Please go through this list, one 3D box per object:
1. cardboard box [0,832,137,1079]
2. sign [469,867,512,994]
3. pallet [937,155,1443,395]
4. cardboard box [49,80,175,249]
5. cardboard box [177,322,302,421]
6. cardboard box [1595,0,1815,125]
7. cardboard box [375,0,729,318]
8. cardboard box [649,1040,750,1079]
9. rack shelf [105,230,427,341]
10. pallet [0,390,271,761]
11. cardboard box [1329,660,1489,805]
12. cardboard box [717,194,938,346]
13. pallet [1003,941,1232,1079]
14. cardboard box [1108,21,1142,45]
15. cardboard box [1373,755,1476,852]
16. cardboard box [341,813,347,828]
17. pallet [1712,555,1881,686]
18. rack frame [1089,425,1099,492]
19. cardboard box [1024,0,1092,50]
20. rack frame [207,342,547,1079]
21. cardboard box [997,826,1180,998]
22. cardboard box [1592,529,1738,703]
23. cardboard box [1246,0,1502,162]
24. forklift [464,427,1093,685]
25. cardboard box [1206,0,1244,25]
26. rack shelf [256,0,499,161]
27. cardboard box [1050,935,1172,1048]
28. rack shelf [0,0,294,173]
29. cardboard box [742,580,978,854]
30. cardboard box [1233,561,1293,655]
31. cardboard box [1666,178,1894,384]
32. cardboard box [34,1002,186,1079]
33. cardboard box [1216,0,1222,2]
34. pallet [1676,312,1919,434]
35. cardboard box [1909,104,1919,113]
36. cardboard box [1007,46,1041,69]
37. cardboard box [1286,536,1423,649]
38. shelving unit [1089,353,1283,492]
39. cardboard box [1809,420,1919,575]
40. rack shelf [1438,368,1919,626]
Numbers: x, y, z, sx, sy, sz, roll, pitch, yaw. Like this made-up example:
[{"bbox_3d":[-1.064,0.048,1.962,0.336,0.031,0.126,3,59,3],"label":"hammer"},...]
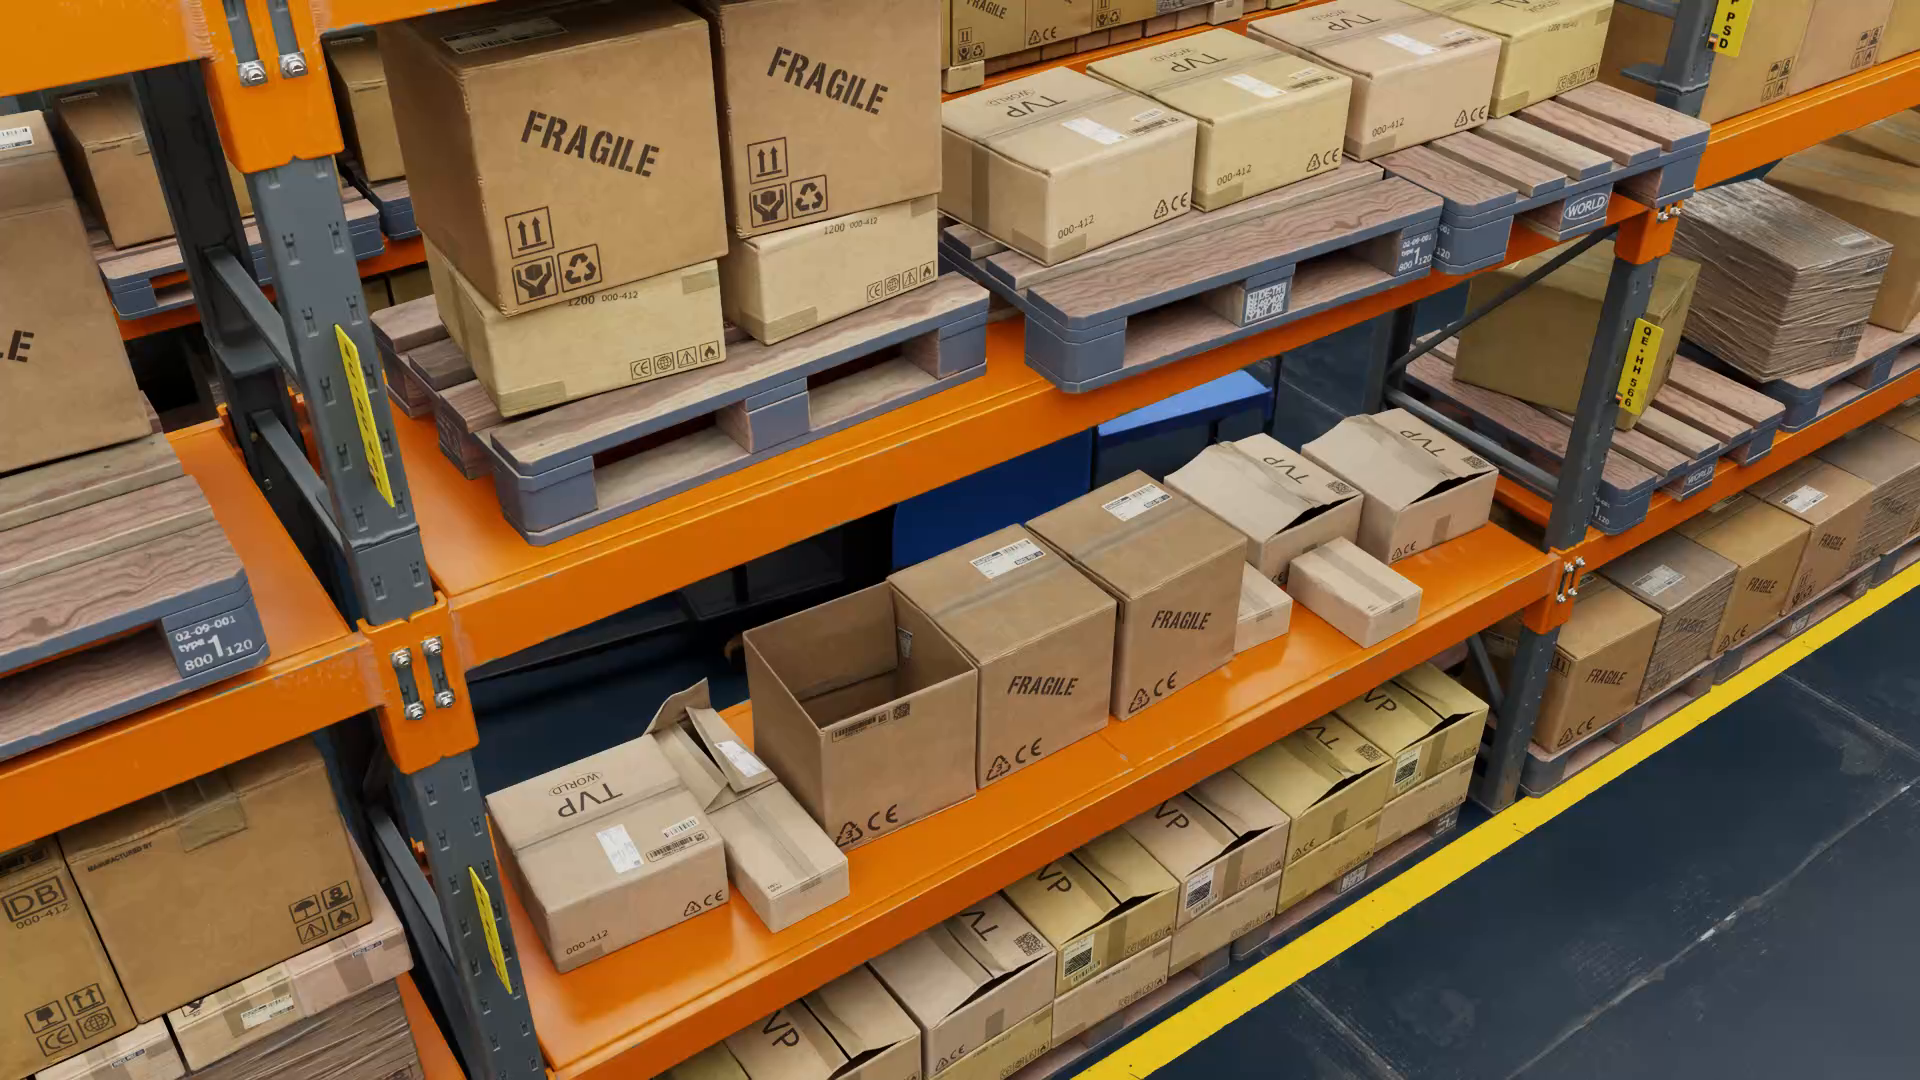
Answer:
[{"bbox_3d":[-2.128,0.739,3.457,0.500,0.500,0.700,-22,41,-28],"label":"cardboard box"},{"bbox_3d":[-1.036,0.864,3.671,0.005,0.325,0.100,-22,41,-28],"label":"sign"},{"bbox_3d":[0.497,-0.855,4.462,1.213,0.211,1.003,-20,40,-26],"label":"pallet"},{"bbox_3d":[-3.778,-1.754,7.657,0.500,0.500,0.700,-22,41,-28],"label":"cardboard box"},{"bbox_3d":[-3.622,-0.799,8.556,0.500,0.500,0.700,-21,41,-26],"label":"cardboard box"},{"bbox_3d":[2.250,-1.783,5.506,0.500,0.500,0.910,-22,41,-28],"label":"cardboard box"},{"bbox_3d":[-0.830,-0.837,3.403,0.500,0.500,0.500,-22,41,-27],"label":"cardboard box"},{"bbox_3d":[-0.876,1.681,4.859,0.500,0.311,0.500,-22,41,-28],"label":"cardboard box"},{"bbox_3d":[-2.579,-1.761,8.745,4.000,0.370,1.077,-22,41,-28],"label":"rack shelf"},{"bbox_3d":[-2.039,0.101,3.048,1.213,0.211,1.003,-22,41,-28],"label":"pallet"},{"bbox_3d":[1.626,0.650,6.293,0.500,0.311,0.500,-21,41,-27],"label":"cardboard box"},{"bbox_3d":[-0.401,-0.733,3.900,0.500,0.250,0.500,-27,44,-32],"label":"cardboard box"},{"bbox_3d":[0.221,1.436,6.073,1.213,0.211,1.003,-22,41,-28],"label":"pallet"},{"bbox_3d":[0.925,-3.238,10.381,0.250,0.149,0.380,-21,41,-27],"label":"cardboard box"},{"bbox_3d":[1.623,0.877,6.457,0.500,0.250,0.500,-21,41,-27],"label":"cardboard box"},{"bbox_3d":[-1.688,0.677,4.098,0.250,0.149,0.380,-22,41,-28],"label":"cardboard box"},{"bbox_3d":[3.541,0.129,7.890,1.213,0.211,1.003,-22,41,-28],"label":"pallet"},{"bbox_3d":[0.526,-0.692,7.928,0.032,1.500,0.500,-16,39,-21],"label":"rack frame"},{"bbox_3d":[0.440,-3.274,9.876,0.500,0.500,0.500,-23,41,-28],"label":"cardboard box"},{"bbox_3d":[-1.357,0.983,4.314,0.127,3.000,1.000,-22,41,-28],"label":"rack frame"},{"bbox_3d":[0.380,1.163,5.578,0.500,0.311,0.500,-21,41,-27],"label":"cardboard box"},{"bbox_3d":[2.874,0.278,7.058,0.500,0.500,0.500,-24,42,-29],"label":"cardboard box"},{"bbox_3d":[1.156,-1.325,4.723,0.500,0.250,0.500,-21,41,-27],"label":"cardboard box"},{"bbox_3d":[-0.929,-0.958,7.072,3.031,2.935,1.130,-16,39,-21],"label":"forklift"},{"bbox_3d":[1.600,-3.449,10.675,0.250,0.149,0.380,-22,41,-28],"label":"cardboard box"},{"bbox_3d":[0.278,-1.671,3.825,4.000,0.370,1.077,-22,41,-28],"label":"rack shelf"},{"bbox_3d":[0.372,1.394,5.738,0.500,0.250,0.500,-22,41,-27],"label":"cardboard box"},{"bbox_3d":[-2.992,-0.325,1.954,4.000,0.370,1.077,-22,41,-28],"label":"rack shelf"},{"bbox_3d":[-0.289,0.515,4.880,0.500,0.500,0.500,-19,40,-25],"label":"cardboard box"},{"bbox_3d":[0.903,0.195,5.624,0.250,0.149,0.380,-19,40,-25],"label":"cardboard box"},{"bbox_3d":[3.220,-1.056,6.703,0.500,0.500,0.700,-15,38,-19],"label":"cardboard box"},{"bbox_3d":[-1.872,1.044,3.588,0.250,0.149,0.380,-24,42,-29],"label":"cardboard box"},{"bbox_3d":[1.682,-3.788,10.591,0.500,0.500,0.500,-22,41,-28],"label":"cardboard box"},{"bbox_3d":[3.499,-0.941,7.153,1.213,0.211,1.003,-22,41,-28],"label":"pallet"},{"bbox_3d":[4.666,-1.866,7.831,0.700,0.500,0.500,22,41,28],"label":"cardboard box"},{"bbox_3d":[0.277,-2.996,10.045,0.250,0.149,0.380,-21,41,-27],"label":"cardboard box"},{"bbox_3d":[1.337,0.174,5.654,0.250,0.149,0.380,-22,41,-28],"label":"cardboard box"},{"bbox_3d":[0.984,-0.821,8.108,1.048,1.500,0.538,-16,39,-21],"label":"shelving unit"},{"bbox_3d":[4.125,-0.238,7.776,0.500,0.500,0.500,-22,41,-27],"label":"cardboard box"},{"bbox_3d":[3.547,-0.743,7.330,4.000,0.370,1.077,-22,41,-28],"label":"rack shelf"}]
